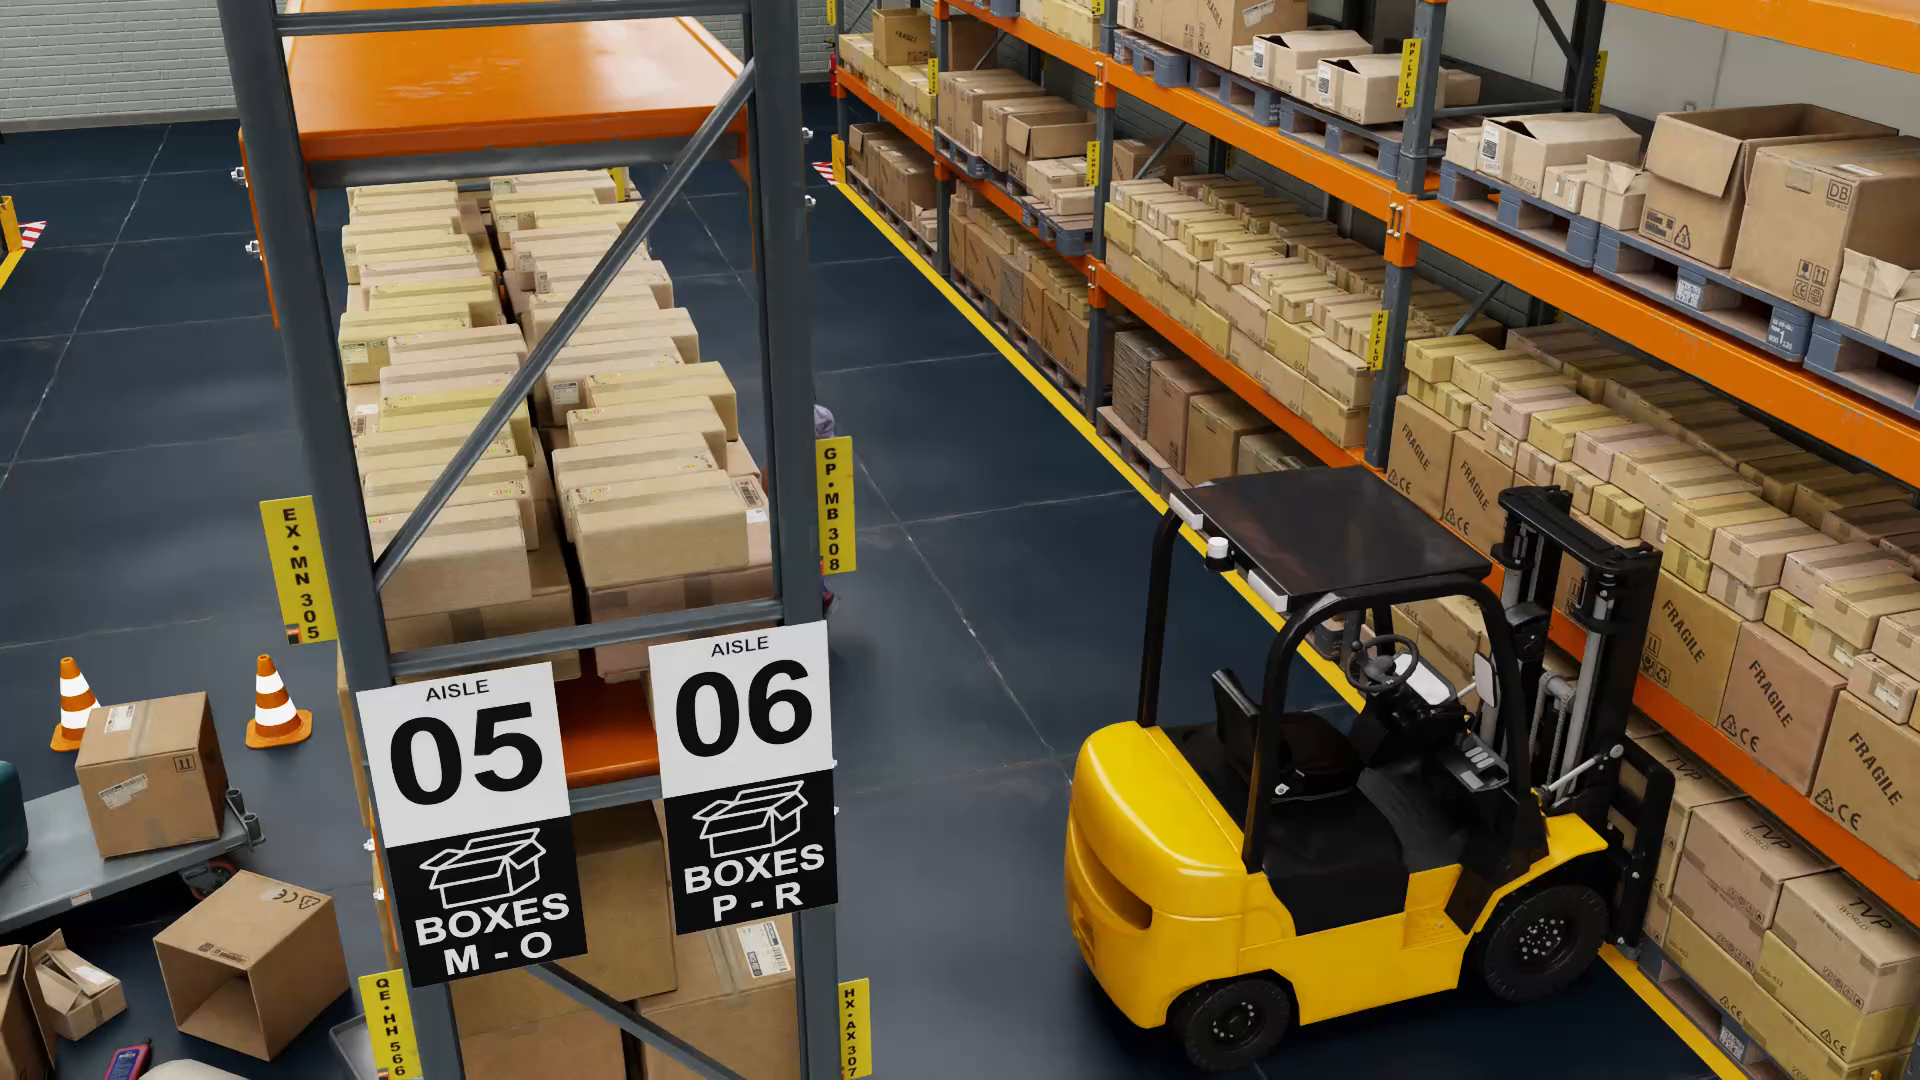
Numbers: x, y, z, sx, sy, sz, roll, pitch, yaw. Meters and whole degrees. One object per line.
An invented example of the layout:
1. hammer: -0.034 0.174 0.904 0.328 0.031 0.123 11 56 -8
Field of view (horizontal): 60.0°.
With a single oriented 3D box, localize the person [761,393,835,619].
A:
1. person: -0.958 -0.242 9.880 0.774 1.606 0.509 20 33 35
